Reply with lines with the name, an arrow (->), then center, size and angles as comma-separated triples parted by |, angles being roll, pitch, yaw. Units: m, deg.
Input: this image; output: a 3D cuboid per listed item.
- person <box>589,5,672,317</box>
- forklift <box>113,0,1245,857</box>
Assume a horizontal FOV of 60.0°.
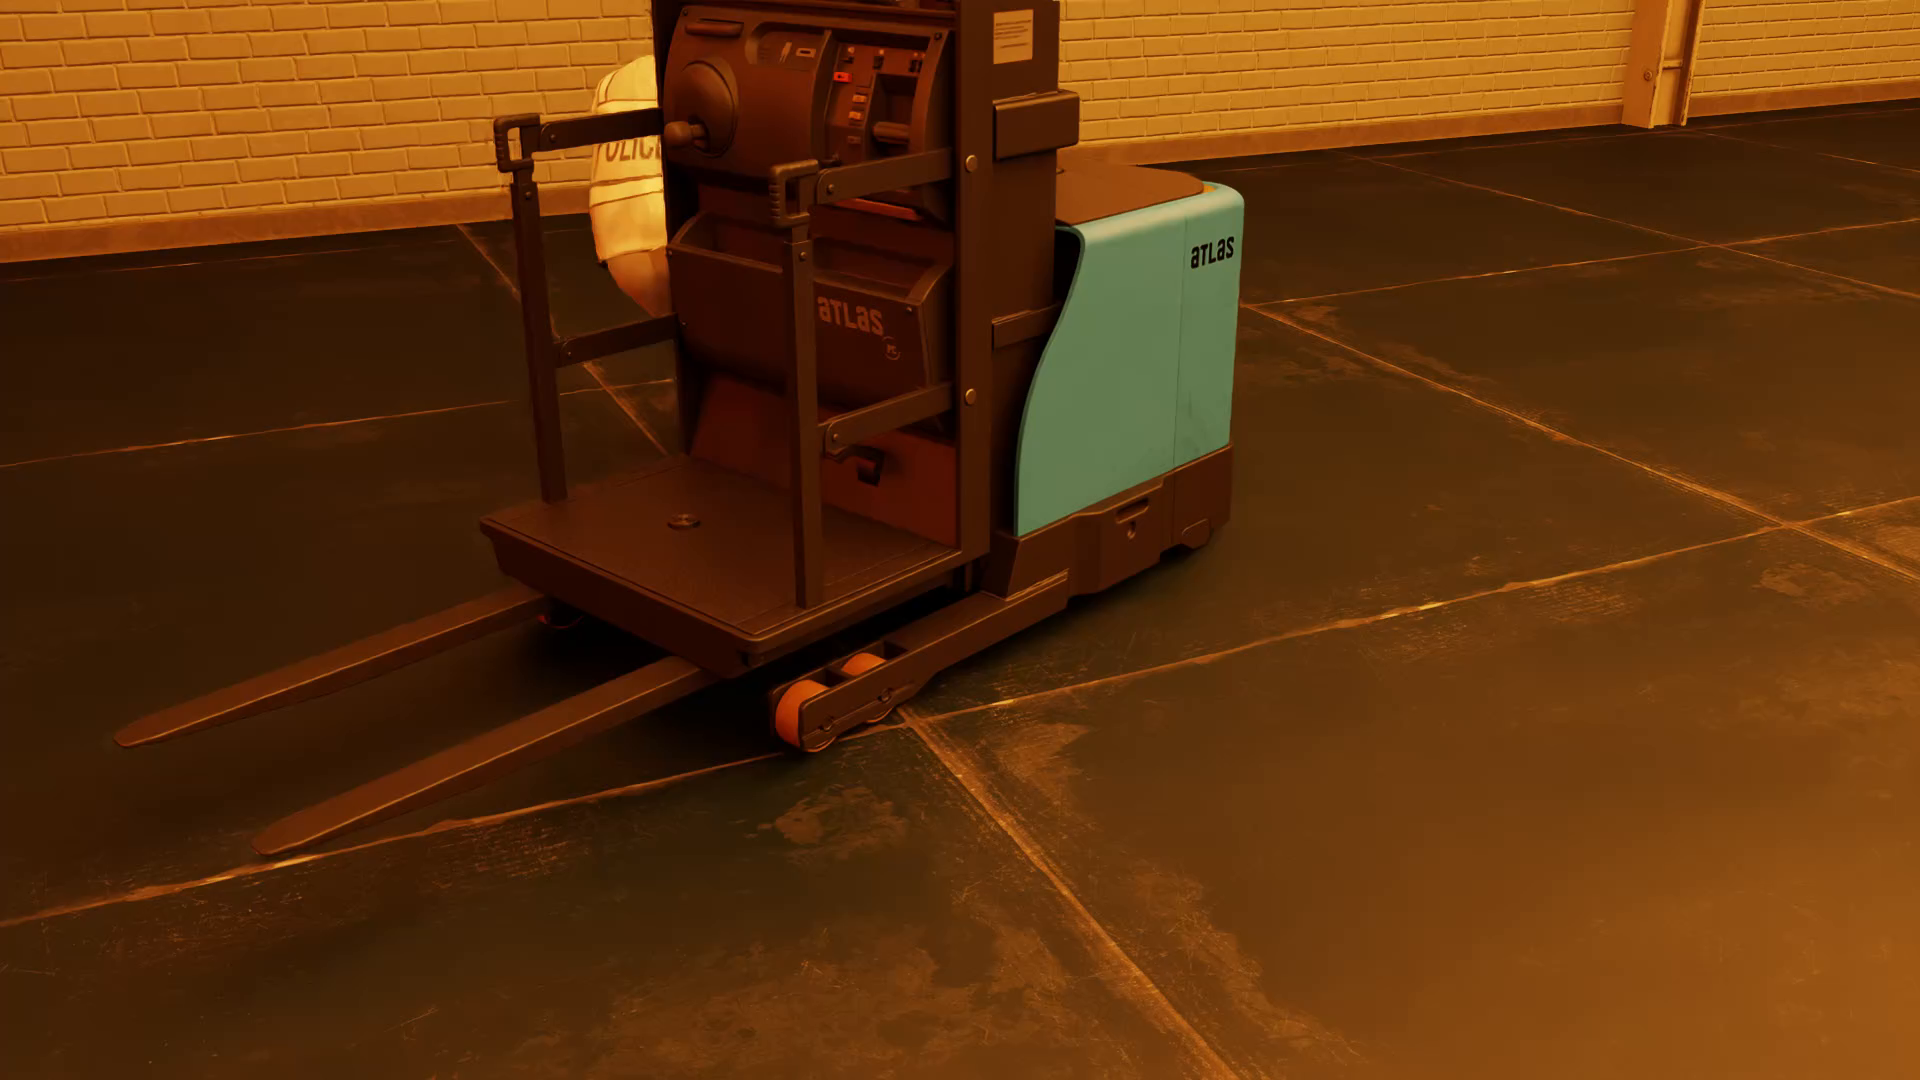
person -> -0.800, -1.077, 5.774 | 1.080, 1.516, 0.951 | 7, 23, 15
forklift -> -0.533, -1.075, 3.873 | 1.130, 2.935, 3.031 | 19, 29, 38
